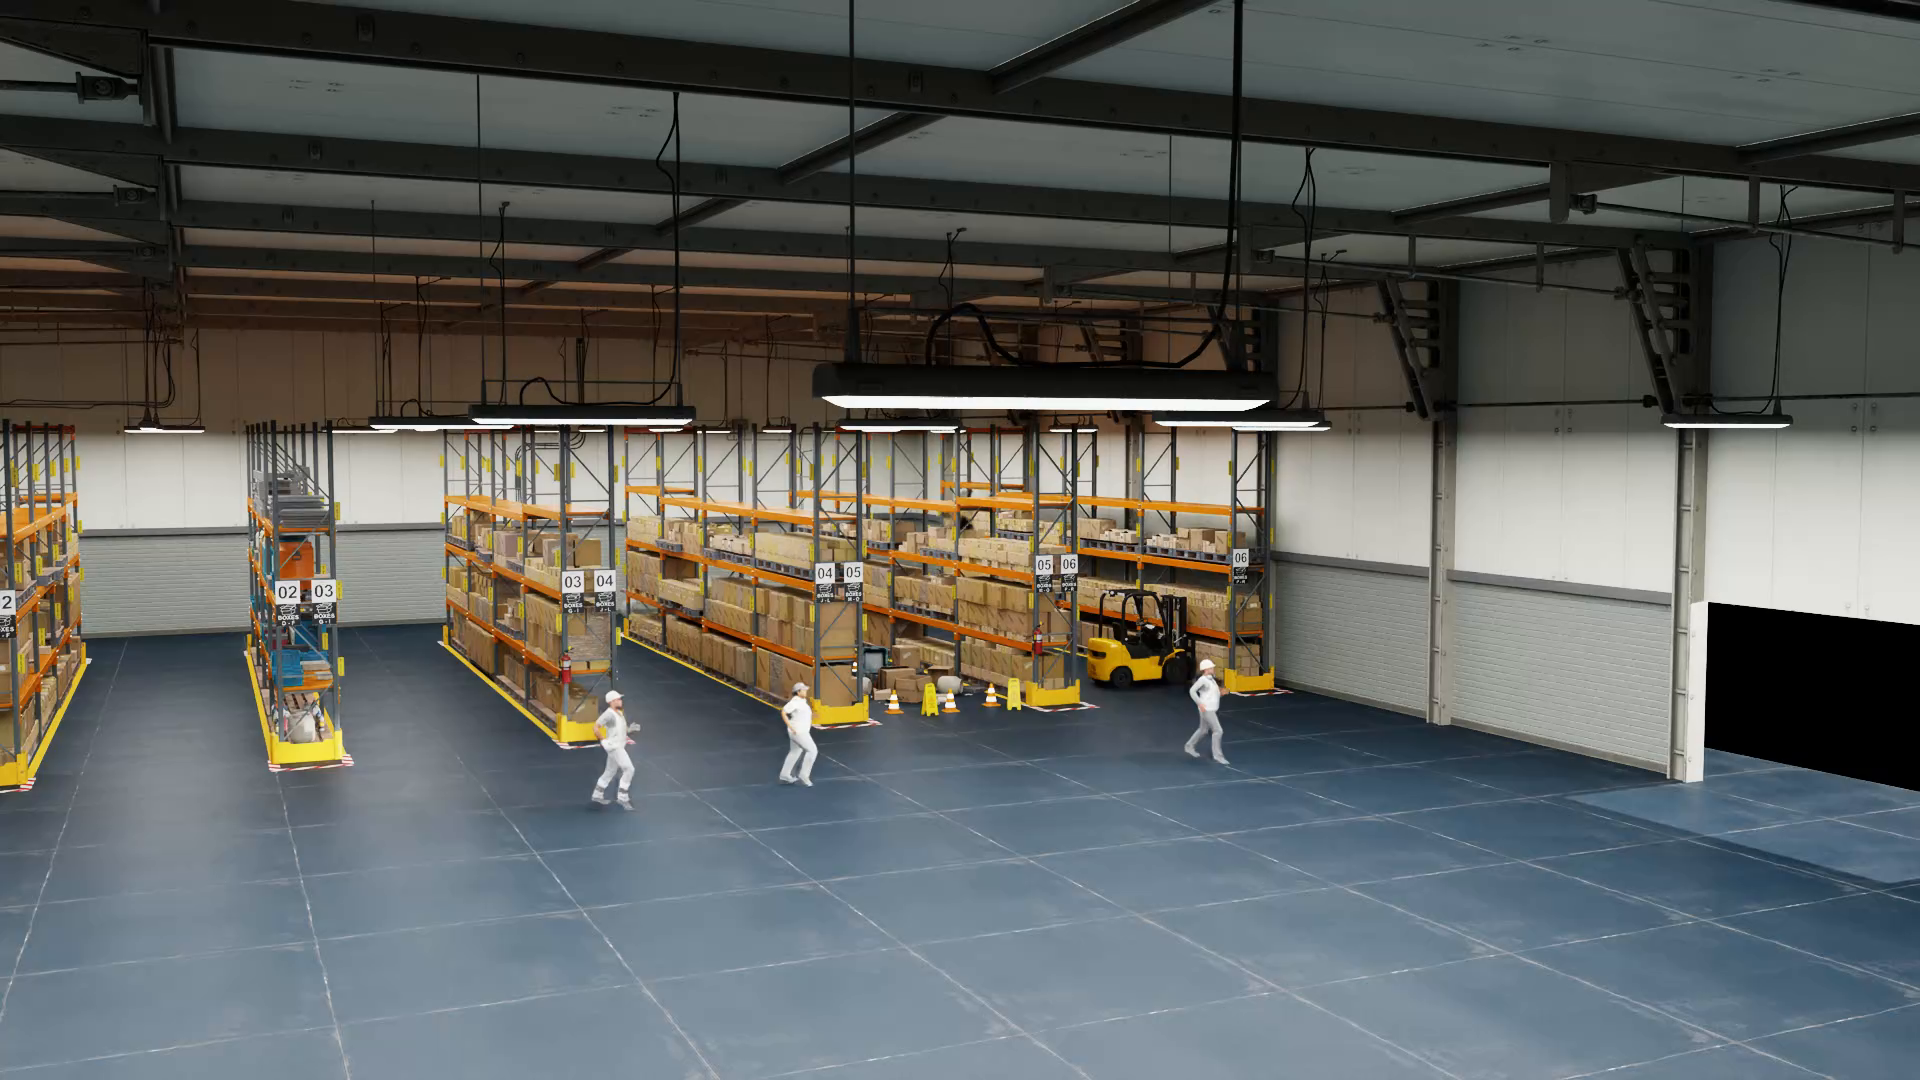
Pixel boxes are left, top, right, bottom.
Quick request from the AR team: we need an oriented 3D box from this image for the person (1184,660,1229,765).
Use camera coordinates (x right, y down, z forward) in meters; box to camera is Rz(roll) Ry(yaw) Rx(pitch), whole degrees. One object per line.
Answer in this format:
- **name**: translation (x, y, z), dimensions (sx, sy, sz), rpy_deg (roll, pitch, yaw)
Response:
- **person**: translation (4.332, 3.005, 29.139), dimensions (0.825, 1.822, 0.633), rpy_deg (1, 4, 19)

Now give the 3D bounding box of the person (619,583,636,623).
- **person**: translation (-9.672, 1.793, 48.879), dimensions (0.689, 1.795, 0.781), rpy_deg (-2, 4, -30)

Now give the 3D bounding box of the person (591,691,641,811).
- **person**: translation (-5.284, 3.233, 25.494), dimensions (0.774, 1.846, 0.643), rpy_deg (0, 4, -4)

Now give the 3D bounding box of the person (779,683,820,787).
- **person**: translation (-2.631, 3.194, 27.279), dimensions (0.673, 1.709, 0.586), rpy_deg (0, 4, -2)
